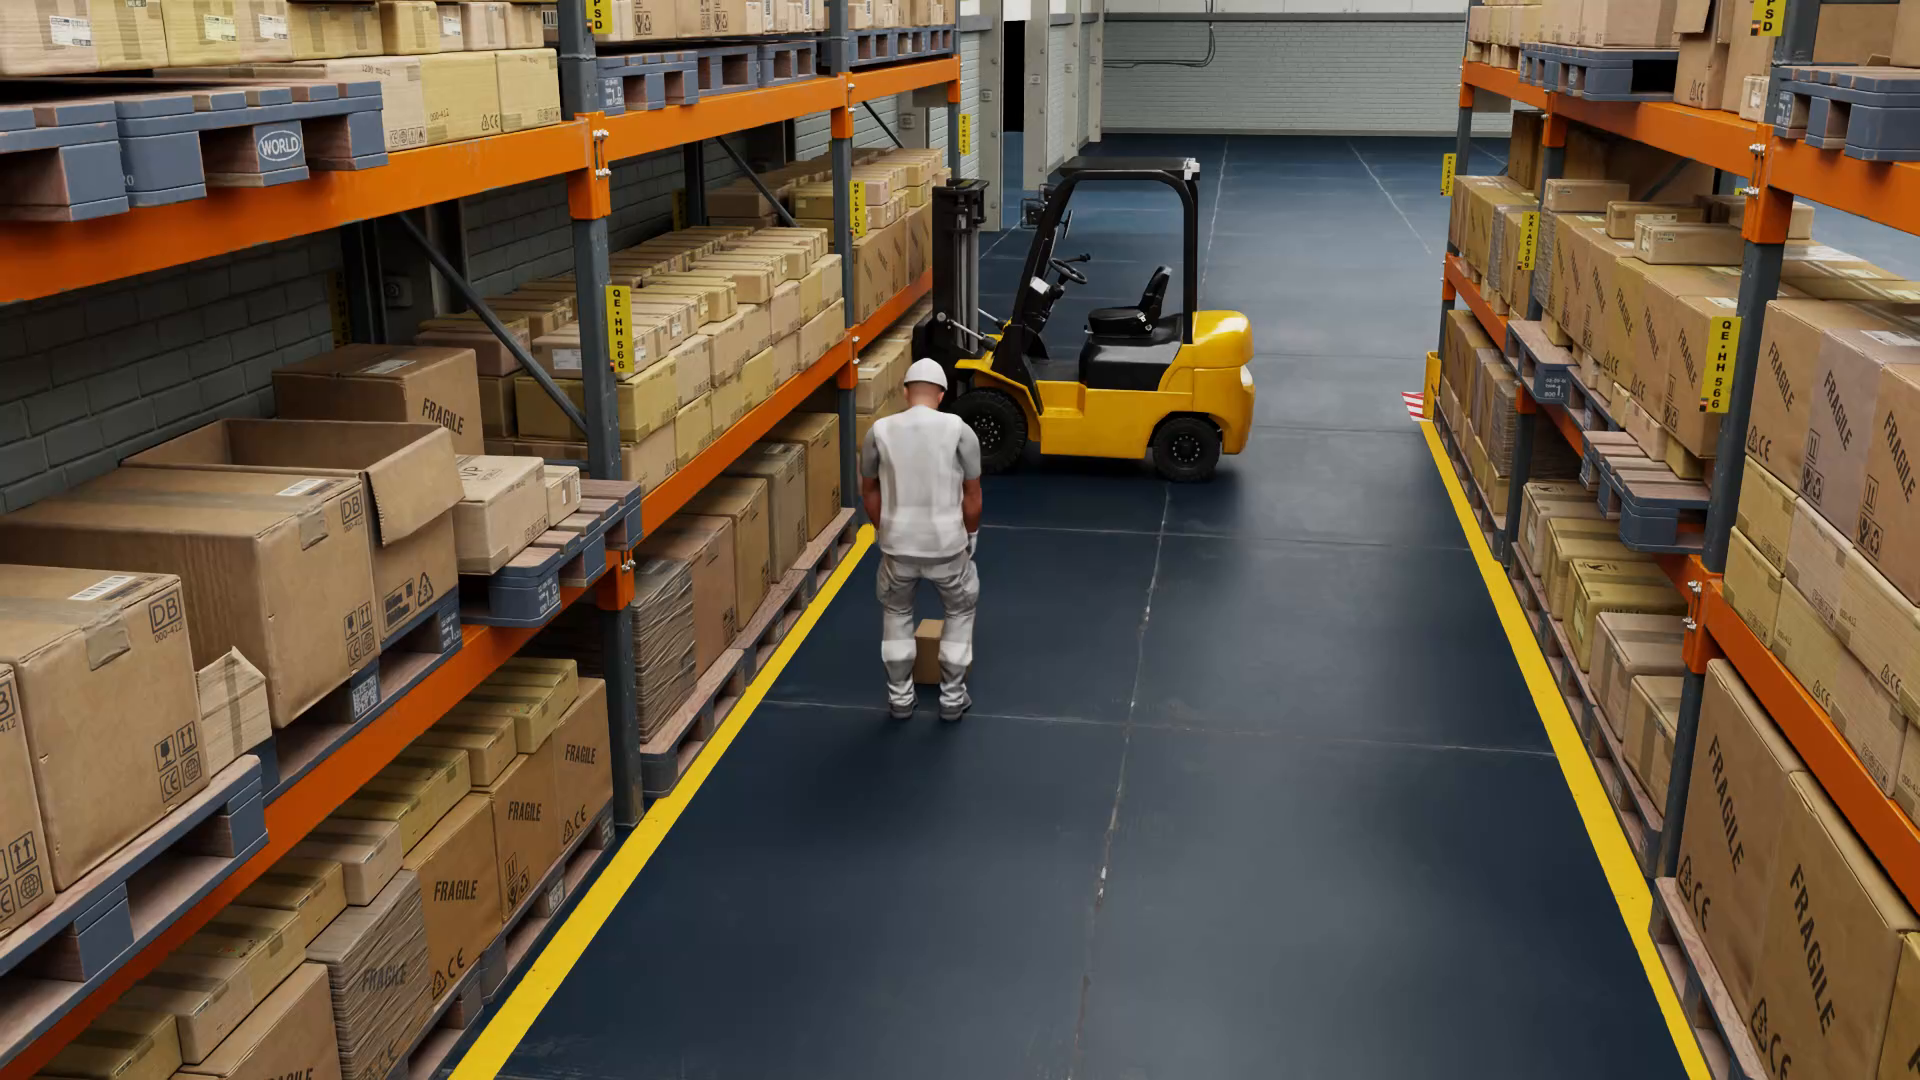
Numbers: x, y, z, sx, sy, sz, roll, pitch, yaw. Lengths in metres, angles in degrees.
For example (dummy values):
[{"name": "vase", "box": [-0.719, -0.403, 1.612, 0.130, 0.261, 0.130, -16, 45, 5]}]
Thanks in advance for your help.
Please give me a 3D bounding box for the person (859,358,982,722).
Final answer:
[{"name": "person", "box": [-0.179, 0.008, 7.693, 0.560, 1.665, 0.558, 3, 18, 10]}]
